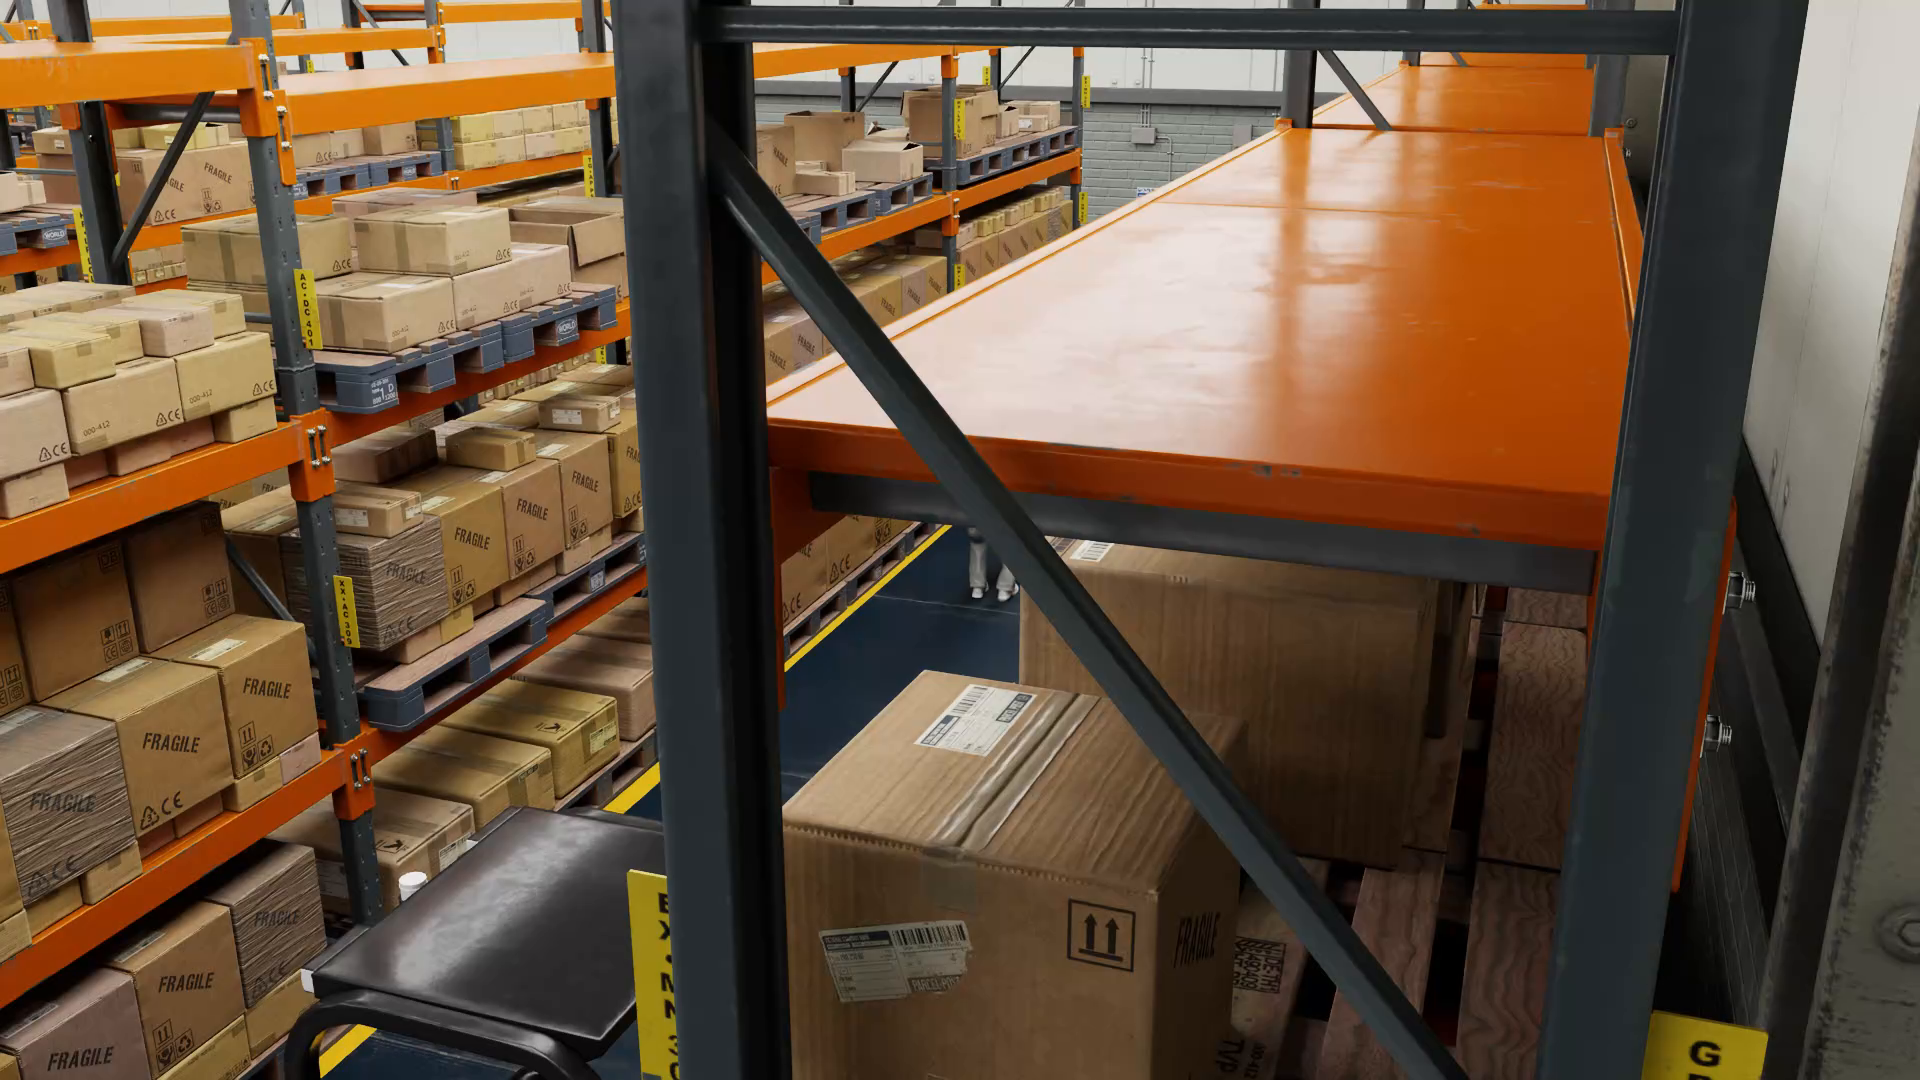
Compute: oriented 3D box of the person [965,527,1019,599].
[{"bbox_3d":[0.250,-0.163,12.800,0.491,1.194,0.724,6,20,18],"label":"person"}]
